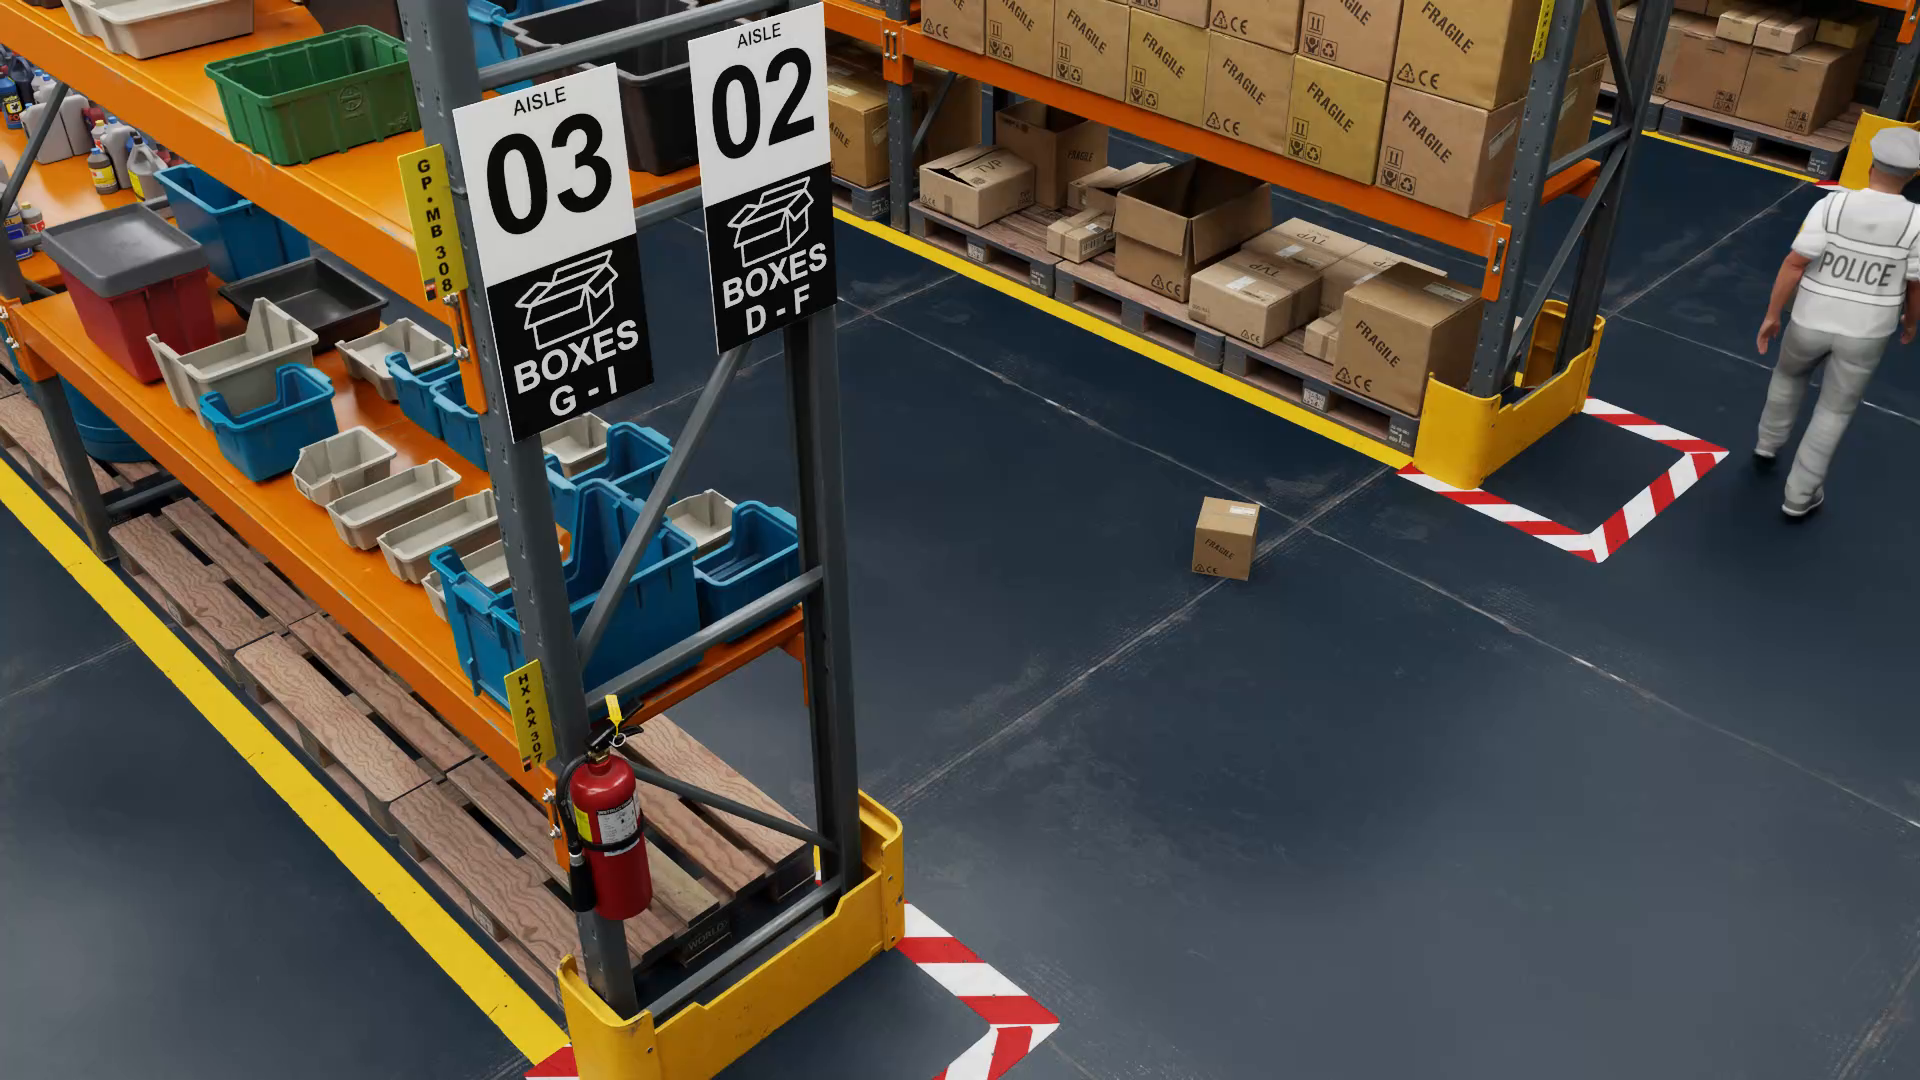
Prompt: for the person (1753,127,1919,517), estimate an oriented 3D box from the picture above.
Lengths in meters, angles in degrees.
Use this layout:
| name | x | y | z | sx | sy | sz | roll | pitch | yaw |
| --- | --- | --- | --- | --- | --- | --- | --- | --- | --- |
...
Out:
| name | x | y | z | sx | sy | sz | roll | pitch | yaw |
| --- | --- | --- | --- | --- | --- | --- | --- | --- | --- |
| person | 3.984 | -0.964 | 7.535 | 0.597 | 1.837 | 0.719 | 22 | 41 | 28 |
